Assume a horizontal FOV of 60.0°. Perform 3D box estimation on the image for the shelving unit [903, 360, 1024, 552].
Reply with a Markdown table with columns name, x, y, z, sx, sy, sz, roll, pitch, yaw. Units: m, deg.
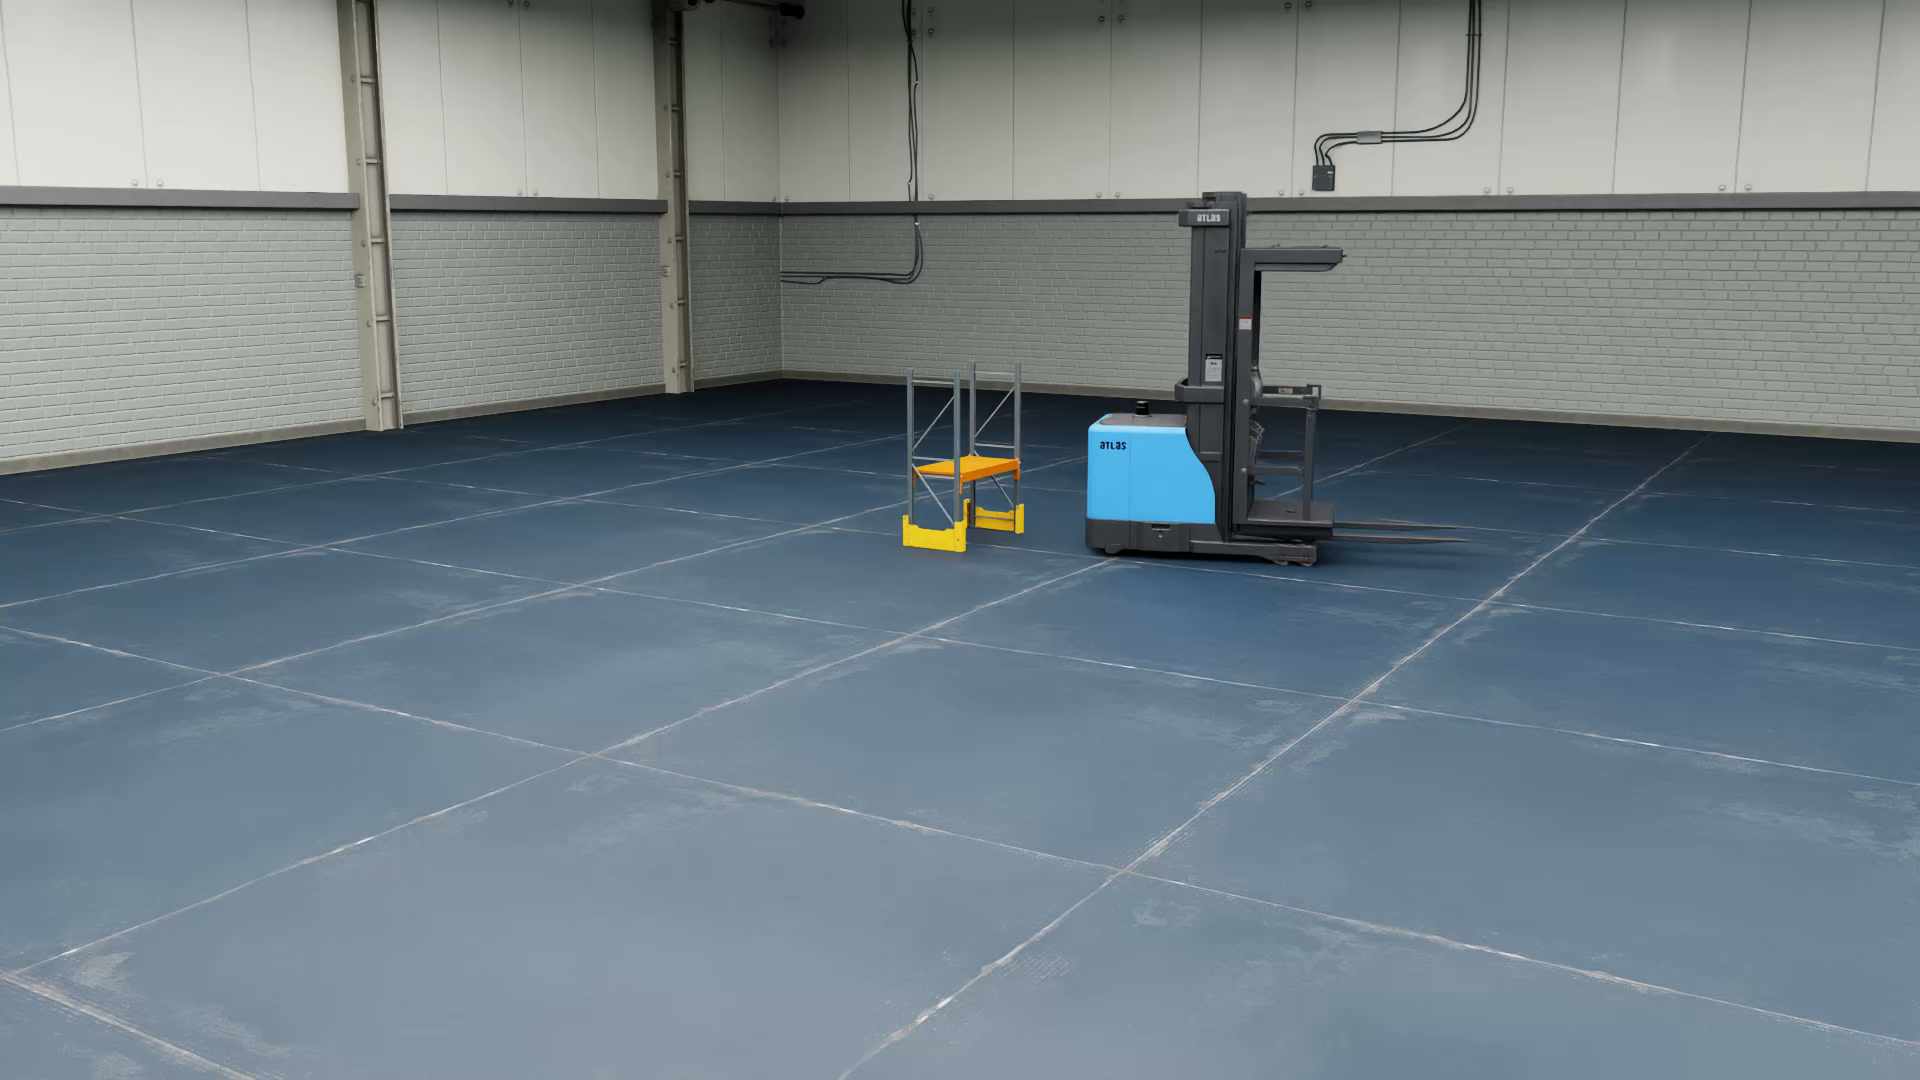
| name | x | y | z | sx | sy | sz | roll | pitch | yaw |
| --- | --- | --- | --- | --- | --- | --- | --- | --- | --- |
| shelving unit | 0.040 | -0.749 | 14.295 | 0.587 | 1.500 | 1.083 | 6 | 12 | 31 |

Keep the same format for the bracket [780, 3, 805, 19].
| name | x | y | z | sx | sy | sz | roll | pitch | yaw |
| --- | --- | --- | --- | --- | --- | --- | --- | --- | --- |
| bracket | -2.872 | -9.033 | 28.380 | 0.235 | 0.232 | 0.430 | 6 | 12 | 31 |

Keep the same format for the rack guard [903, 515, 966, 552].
| name | x | y | z | sx | sy | sz | roll | pitch | yaw |
| --- | --- | --- | --- | --- | --- | --- | --- | --- | --- |
| rack guard | -0.219 | -0.057 | 13.991 | 0.587 | 0.250 | 0.087 | 6 | 12 | 31 |

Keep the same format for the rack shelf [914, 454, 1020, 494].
| name | x | y | z | sx | sy | sz | roll | pitch | yaw |
| --- | --- | --- | --- | --- | --- | --- | --- | --- | --- |
| rack shelf | 0.044 | -0.574 | 14.335 | 0.538 | 0.185 | 1.000 | 6 | 12 | 31 |

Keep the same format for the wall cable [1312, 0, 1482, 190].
| name | x | y | z | sx | sy | sz | roll | pitch | yaw |
| --- | --- | --- | --- | --- | --- | --- | --- | --- | --- |
| wall cable | 6.144 | -7.958 | 23.182 | 2.305 | 6.003 | 0.169 | 6 | 12 | 31 |

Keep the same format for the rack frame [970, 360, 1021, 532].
| name | x | y | z | sx | sy | sz | roll | pitch | yaw |
| --- | --- | --- | --- | --- | --- | --- | --- | --- | --- |
| rack frame | 0.308 | -0.831 | 14.729 | 0.500 | 1.500 | 0.032 | 6 | 12 | 31 |

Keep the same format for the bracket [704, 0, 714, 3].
| name | x | y | z | sx | sy | sz | roll | pitch | yaw |
| --- | --- | --- | --- | --- | --- | --- | --- | --- | --- |
| bracket | -4.102 | -8.660 | 26.389 | 0.235 | 0.232 | 0.430 | 6 | 12 | 31 |

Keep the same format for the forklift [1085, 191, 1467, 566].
| name | x | y | z | sx | sy | sz | roll | pitch | yaw |
| --- | --- | --- | --- | --- | --- | --- | --- | --- | --- |
| forklift | 2.607 | -1.340 | 13.560 | 3.031 | 2.935 | 1.130 | 2 | 11 | 13 |

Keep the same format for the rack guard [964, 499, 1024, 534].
| name | x | y | z | sx | sy | sz | roll | pitch | yaw |
| --- | --- | --- | --- | --- | --- | --- | --- | --- | --- |
| rack guard | 0.298 | -0.213 | 14.828 | 0.587 | 0.250 | 0.087 | 6 | 12 | 31 |

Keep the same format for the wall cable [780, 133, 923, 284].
| name | x | y | z | sx | sy | sz | roll | pitch | yaw |
| --- | --- | --- | --- | --- | --- | --- | --- | --- | --- |
| wall cable | -1.962 | -5.670 | 28.639 | 3.097 | 2.526 | 0.112 | 6 | 12 | 31 |

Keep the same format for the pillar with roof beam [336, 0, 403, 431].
| name | x | y | z | sx | sy | sz | roll | pitch | yaw |
| --- | --- | --- | --- | --- | --- | --- | --- | --- | --- |
| pillar with roof beam | -4.057 | -5.504 | 19.316 | 9.100 | 9.000 | 0.400 | 6 | 12 | 31 |

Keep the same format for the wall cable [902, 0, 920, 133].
| name | x | y | z | sx | sy | sz | roll | pitch | yaw |
| --- | --- | --- | --- | --- | --- | --- | --- | --- | --- |
| wall cable | 0.350 | -7.894 | 26.794 | 3.097 | 2.526 | 0.112 | 6 | 12 | 31 |

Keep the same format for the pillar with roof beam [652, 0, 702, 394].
| name | x | y | z | sx | sy | sz | roll | pitch | yaw |
| --- | --- | --- | --- | --- | --- | --- | --- | --- | --- |
| pillar with roof beam | -0.942 | -6.448 | 24.356 | 9.100 | 9.000 | 0.548 | 6 | 12 | 31 |

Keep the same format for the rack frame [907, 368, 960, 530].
| name | x | y | z | sx | sy | sz | roll | pitch | yaw |
| --- | --- | --- | --- | --- | --- | --- | --- | --- | --- |
| rack frame | -0.220 | -0.671 | 13.875 | 0.500 | 1.500 | 0.032 | 6 | 12 | 31 |

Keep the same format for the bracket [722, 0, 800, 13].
| name | x | y | z | sx | sy | sz | roll | pitch | yaw |
| --- | --- | --- | --- | --- | --- | --- | --- | --- | --- |
| bracket | -3.179 | -8.940 | 27.884 | 0.076 | 0.066 | 3.189 | 6 | 12 | 31 |
